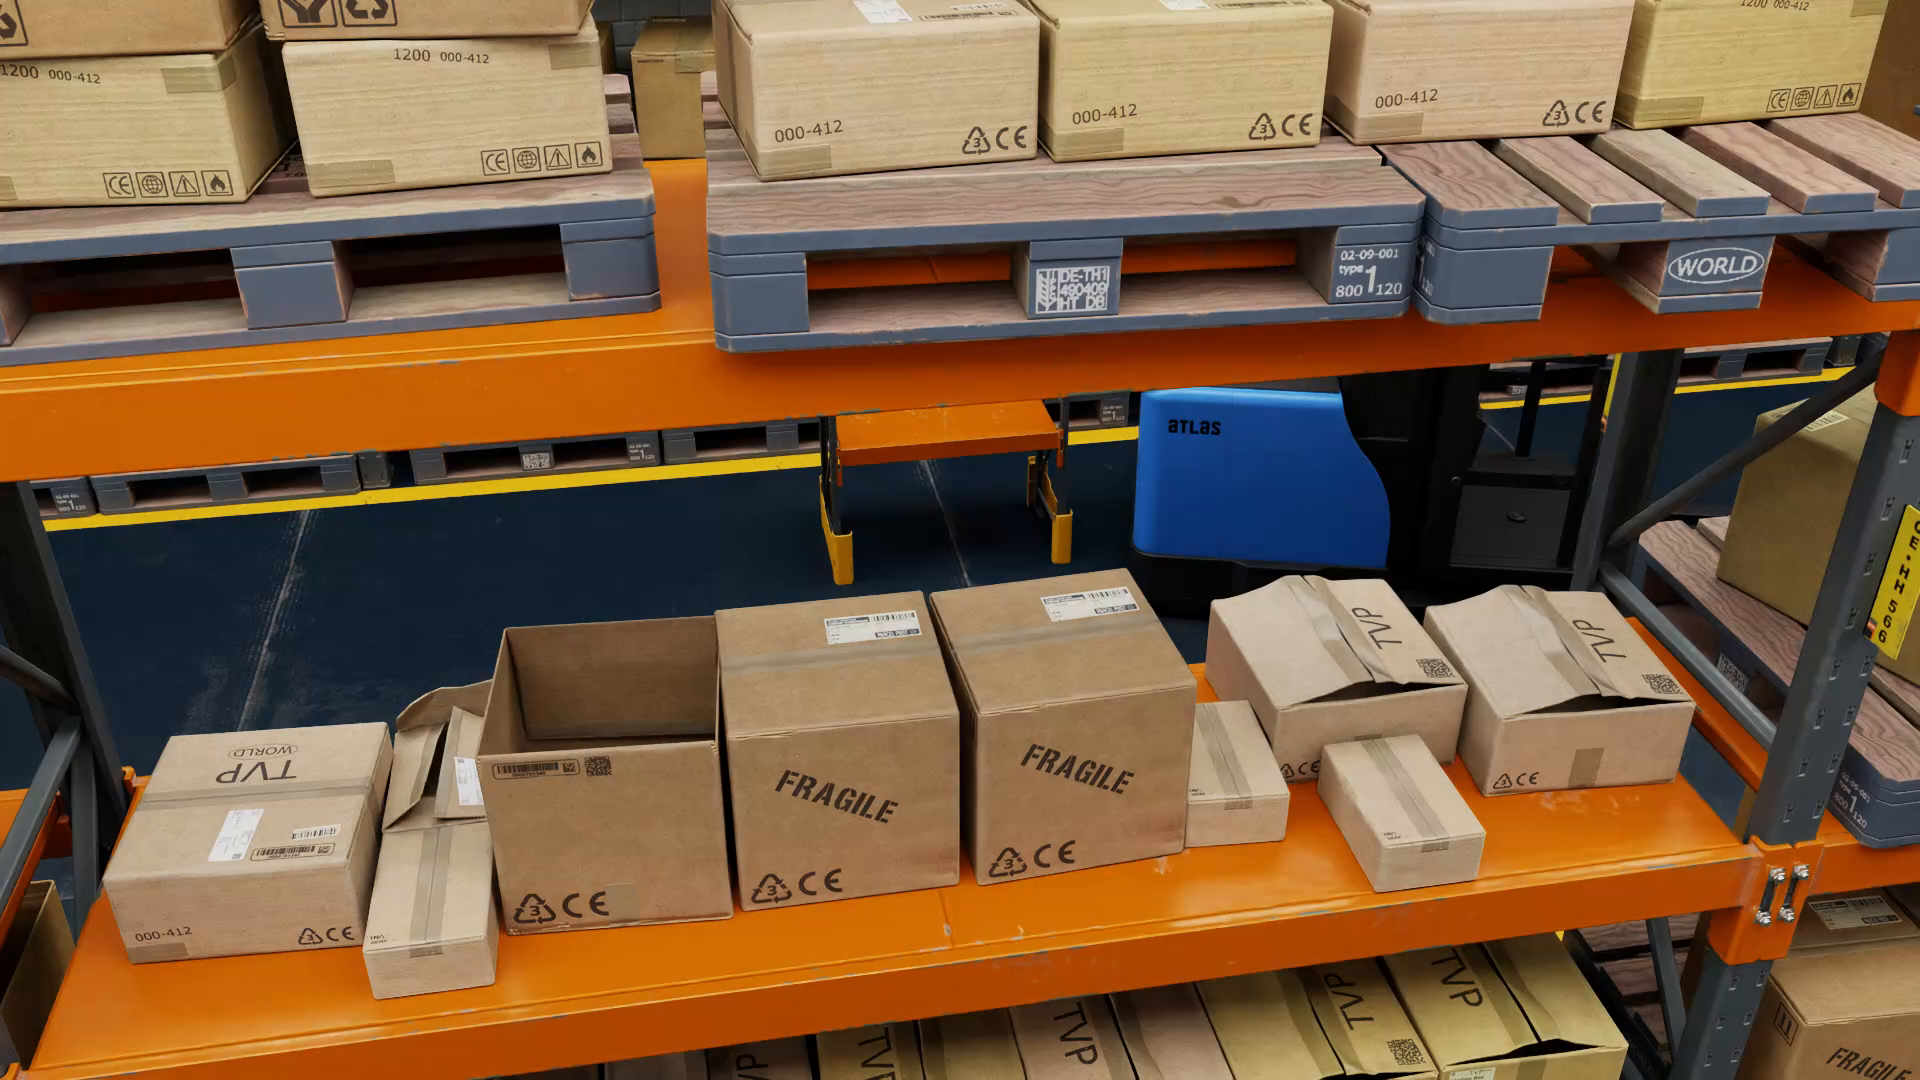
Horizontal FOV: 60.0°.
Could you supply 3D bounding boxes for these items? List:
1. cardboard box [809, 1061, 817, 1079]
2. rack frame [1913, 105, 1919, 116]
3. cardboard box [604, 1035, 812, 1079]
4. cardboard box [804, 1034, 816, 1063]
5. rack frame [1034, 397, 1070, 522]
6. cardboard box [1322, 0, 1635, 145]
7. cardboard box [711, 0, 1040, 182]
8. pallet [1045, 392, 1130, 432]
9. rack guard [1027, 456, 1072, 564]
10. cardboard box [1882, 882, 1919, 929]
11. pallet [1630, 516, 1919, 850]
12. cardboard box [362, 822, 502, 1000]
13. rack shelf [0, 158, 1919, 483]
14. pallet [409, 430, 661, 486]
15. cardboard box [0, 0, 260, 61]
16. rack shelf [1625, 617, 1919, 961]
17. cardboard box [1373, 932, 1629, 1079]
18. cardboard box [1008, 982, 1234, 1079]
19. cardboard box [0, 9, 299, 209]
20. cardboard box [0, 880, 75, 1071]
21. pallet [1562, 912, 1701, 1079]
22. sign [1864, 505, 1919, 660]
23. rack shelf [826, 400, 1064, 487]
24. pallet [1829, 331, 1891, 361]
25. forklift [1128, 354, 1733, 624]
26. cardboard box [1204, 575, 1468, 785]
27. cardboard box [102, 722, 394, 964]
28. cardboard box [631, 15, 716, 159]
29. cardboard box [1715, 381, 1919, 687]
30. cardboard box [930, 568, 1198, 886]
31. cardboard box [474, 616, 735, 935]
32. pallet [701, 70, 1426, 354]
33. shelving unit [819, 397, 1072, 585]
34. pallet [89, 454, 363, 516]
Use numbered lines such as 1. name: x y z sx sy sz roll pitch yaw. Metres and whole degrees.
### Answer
1. cardboard box: -0.203 1.363 4.771 0.500 0.250 0.500 -5 31 -8
2. rack frame: 1.875 -2.272 2.736 0.127 3.000 1.000 -5 31 -9
3. cardboard box: -0.606 1.437 4.091 0.500 0.311 0.500 -6 31 -11
4. cardboard box: -0.216 1.123 4.626 0.500 0.311 0.500 -6 31 -10
5. rack frame: 0.416 -0.685 7.436 0.032 1.500 0.500 -5 31 -9
6. cardboard box: 0.926 -0.969 3.213 0.500 0.250 0.500 -4 31 -8
7. cardboard box: -0.168 -0.874 3.052 0.500 0.250 0.500 -8 31 -13
8. pallet: 0.210 -0.883 9.043 1.213 0.211 1.003 -5 31 -9
9. rack guard: 0.415 -0.146 7.752 0.087 0.250 0.587 -5 31 -9
10. cardboard box: 2.888 1.252 4.693 0.500 0.500 0.500 -6 31 -11
11. pallet: 2.529 0.300 4.470 1.003 0.211 1.213 -5 31 -9
12. cardboard box: -1.152 0.809 3.663 0.250 0.149 0.380 -5 31 -9
13. rack shelf: -0.093 -0.486 3.368 4.000 0.370 1.077 -5 31 -9
14. pallet: -2.190 -0.660 8.664 1.213 0.211 1.003 -5 31 -9
15. cardboard box: -1.446 -1.090 2.679 0.500 0.500 0.500 -5 31 -8
16. rack shelf: 3.842 0.442 4.749 4.000 0.370 1.077 -5 31 -9
17. cardboard box: 1.404 1.247 4.415 0.500 0.311 0.500 -5 31 -8
18. cardboard box: 0.397 1.343 4.252 0.500 0.311 0.500 -5 31 -9
19. cardboard box: -1.452 -0.782 2.894 0.500 0.250 0.500 -2 31 -4
20. cardboard box: -2.573 1.247 4.229 0.500 0.500 0.500 -5 31 -9
21. pallet: 2.616 1.467 5.047 1.213 0.211 1.003 -5 31 -9
22. sign: 1.978 0.091 3.493 0.005 0.325 0.100 -5 31 -9
23. rack shelf: -0.084 -0.484 7.448 1.000 0.185 0.538 -5 31 -9
24. pallet: 5.675 -1.349 9.836 1.213 0.211 1.003 -5 31 -9
25. forklift: 2.282 -1.109 6.745 3.031 2.935 1.130 3 31 6
26. cardboard box: 0.960 0.338 4.304 0.500 0.311 0.500 -6 31 -10
27. cardboard box: -1.584 0.677 3.787 0.500 0.250 0.500 -3 31 -6
28. cardboard box: -1.256 -2.175 7.958 0.500 0.500 0.700 -1 30 -2
29. cardboard box: 2.474 -0.024 4.318 0.500 0.500 0.700 -16 34 -25
30. cardboard box: 0.227 0.432 3.957 0.500 0.500 0.500 -7 31 -12
31. cardboard box: -0.783 0.526 3.797 0.500 0.500 0.500 -3 31 -5
32. pallet: 0.124 -0.687 3.187 1.213 0.211 1.003 -4 31 -7
33. shelving unit: -0.075 -0.640 7.358 1.083 1.500 0.587 -5 31 -9
34. pallet: -3.610 -0.509 8.408 1.213 0.211 1.003 -5 31 -9
